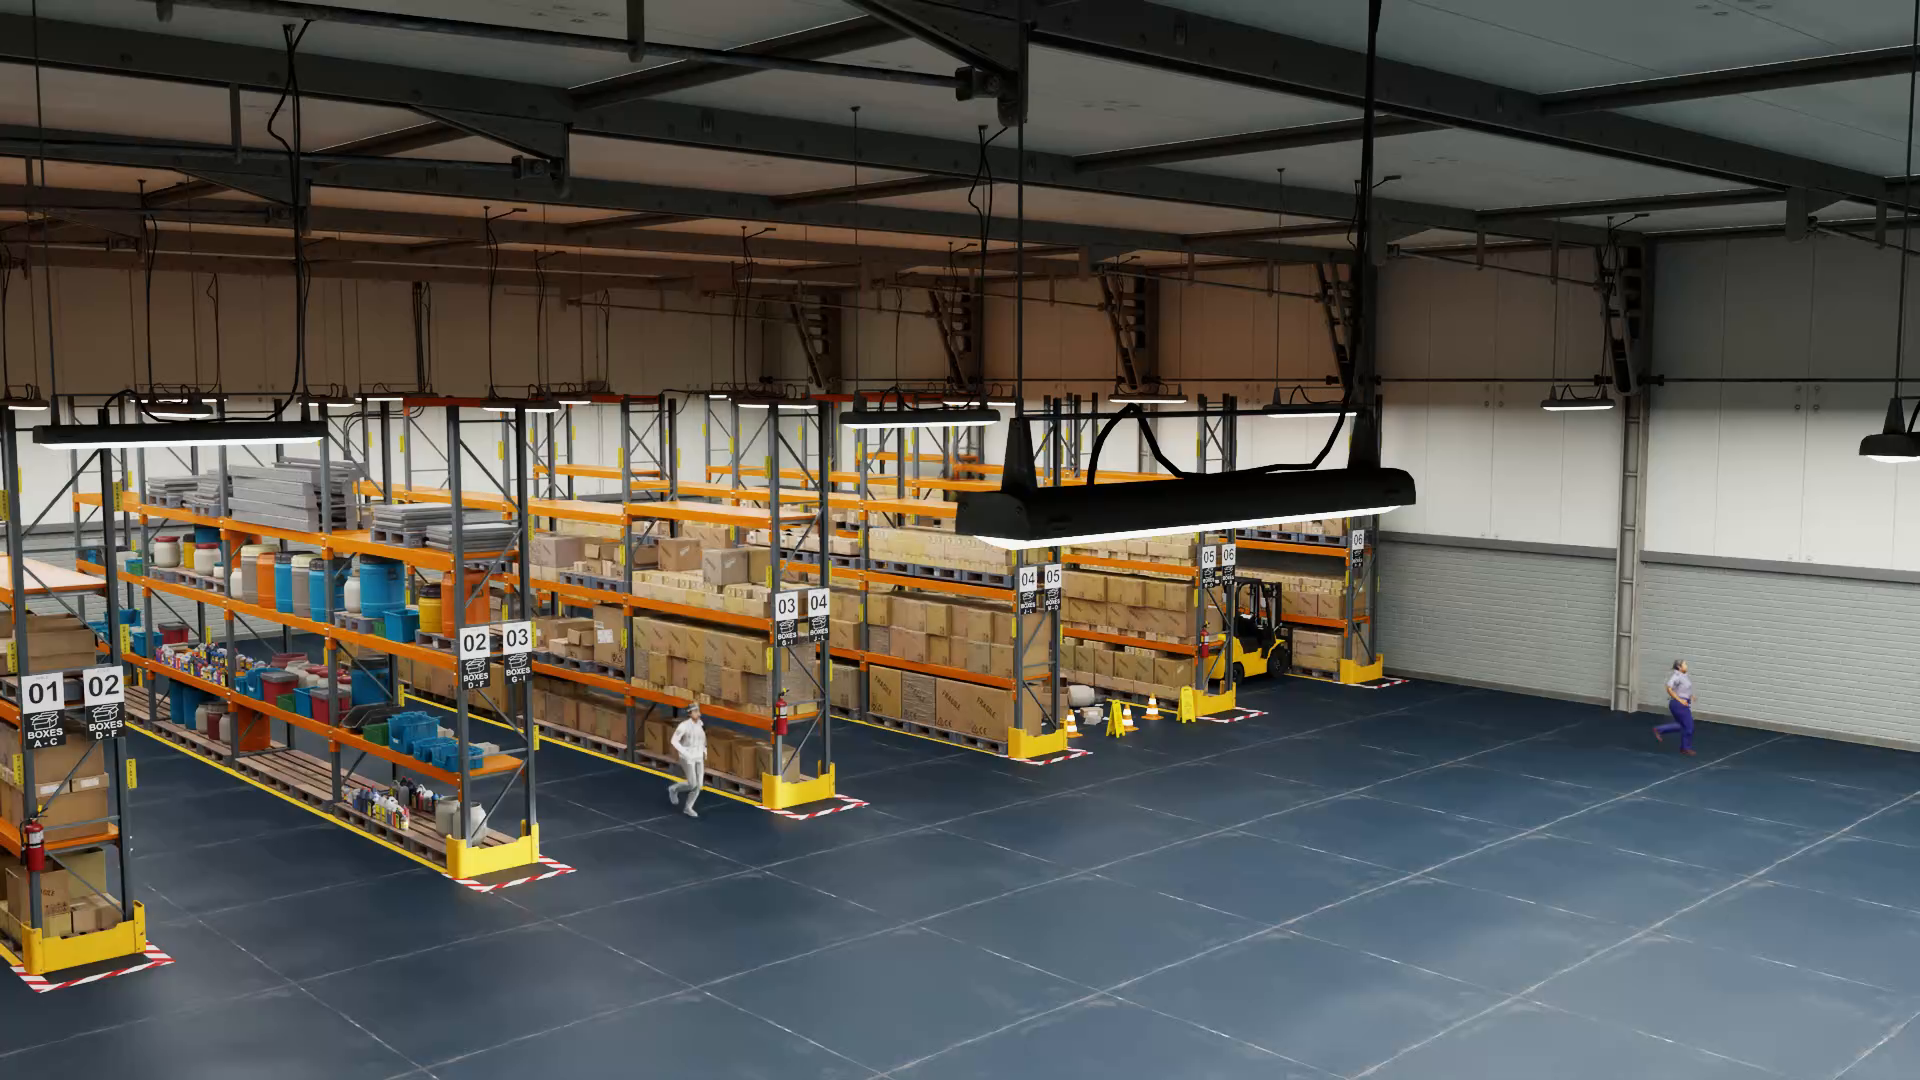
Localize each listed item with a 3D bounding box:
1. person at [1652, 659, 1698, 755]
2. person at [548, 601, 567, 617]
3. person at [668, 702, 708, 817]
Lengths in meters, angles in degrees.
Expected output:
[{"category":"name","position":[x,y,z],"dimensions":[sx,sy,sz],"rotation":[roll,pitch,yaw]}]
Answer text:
[{"category":"person","position":[12.146,2.825,28.196],"dimensions":[0.745,1.620,0.607],"rotation":[3,6,27]},{"category":"person","position":[-9.853,1.527,40.917],"dimensions":[0.666,1.695,0.809],"rotation":[5,7,42]},{"category":"person","position":[-3.949,3.177,24.323],"dimensions":[0.551,1.666,0.617],"rotation":[4,7,38]}]
